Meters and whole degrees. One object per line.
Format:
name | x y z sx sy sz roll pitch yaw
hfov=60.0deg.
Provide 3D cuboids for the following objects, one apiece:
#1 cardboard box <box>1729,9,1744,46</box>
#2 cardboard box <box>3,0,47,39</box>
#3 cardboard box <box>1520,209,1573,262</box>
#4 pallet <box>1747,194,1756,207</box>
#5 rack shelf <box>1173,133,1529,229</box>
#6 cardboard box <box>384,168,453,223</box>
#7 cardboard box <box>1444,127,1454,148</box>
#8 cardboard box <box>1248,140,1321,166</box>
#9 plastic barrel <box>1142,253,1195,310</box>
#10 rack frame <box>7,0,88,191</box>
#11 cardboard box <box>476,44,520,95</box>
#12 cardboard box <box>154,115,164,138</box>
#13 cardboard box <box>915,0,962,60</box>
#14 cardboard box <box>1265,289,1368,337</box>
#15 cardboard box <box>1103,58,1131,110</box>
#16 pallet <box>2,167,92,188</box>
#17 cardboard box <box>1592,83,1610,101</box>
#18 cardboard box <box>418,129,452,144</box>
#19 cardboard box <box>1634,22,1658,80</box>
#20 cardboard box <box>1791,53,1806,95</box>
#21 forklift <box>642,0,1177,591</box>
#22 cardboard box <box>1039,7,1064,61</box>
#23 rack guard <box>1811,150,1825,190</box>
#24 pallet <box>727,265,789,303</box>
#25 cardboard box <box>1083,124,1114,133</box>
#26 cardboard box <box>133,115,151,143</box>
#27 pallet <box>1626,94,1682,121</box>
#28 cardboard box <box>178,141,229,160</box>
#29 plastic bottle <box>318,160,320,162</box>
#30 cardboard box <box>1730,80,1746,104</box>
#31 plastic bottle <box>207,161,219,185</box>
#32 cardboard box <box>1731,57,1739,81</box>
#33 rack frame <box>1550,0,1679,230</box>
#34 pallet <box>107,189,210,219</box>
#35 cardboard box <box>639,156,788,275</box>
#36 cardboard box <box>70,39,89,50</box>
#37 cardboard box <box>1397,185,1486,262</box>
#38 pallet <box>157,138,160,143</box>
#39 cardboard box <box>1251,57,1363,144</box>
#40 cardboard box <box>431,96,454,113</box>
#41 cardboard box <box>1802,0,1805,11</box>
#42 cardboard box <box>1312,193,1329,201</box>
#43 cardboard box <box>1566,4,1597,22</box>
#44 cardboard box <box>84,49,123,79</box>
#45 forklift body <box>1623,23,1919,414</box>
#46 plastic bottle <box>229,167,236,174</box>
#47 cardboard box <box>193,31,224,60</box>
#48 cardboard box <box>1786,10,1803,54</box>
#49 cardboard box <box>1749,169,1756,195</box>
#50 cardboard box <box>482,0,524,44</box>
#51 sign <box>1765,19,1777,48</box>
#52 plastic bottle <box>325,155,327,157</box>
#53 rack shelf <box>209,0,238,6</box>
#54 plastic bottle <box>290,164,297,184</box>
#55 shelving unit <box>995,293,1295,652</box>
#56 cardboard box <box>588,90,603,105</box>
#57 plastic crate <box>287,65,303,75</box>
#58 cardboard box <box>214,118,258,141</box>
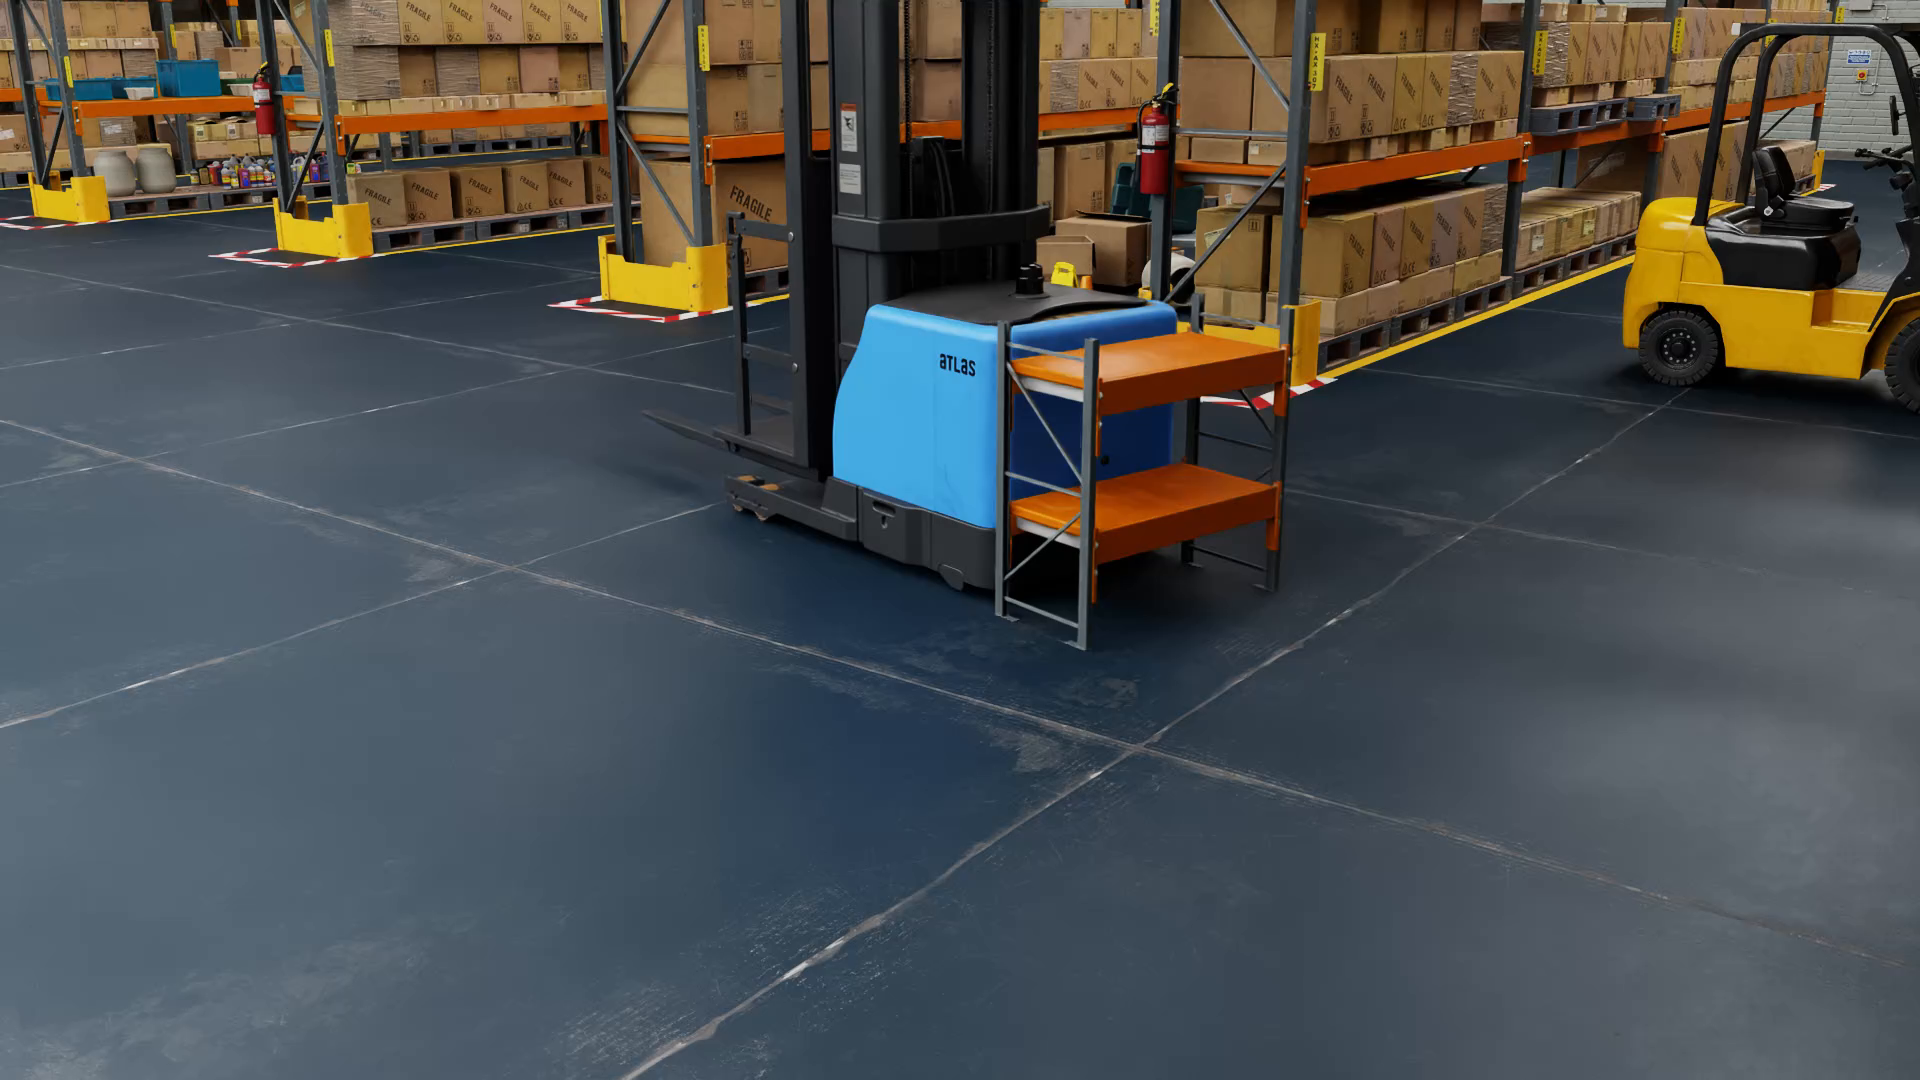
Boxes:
cardboard box | 8.130 -5.493 18.019 0.500 0.500 0.500 13 22 36
cardboard box | -13.021 -7.159 22.883 0.700 0.500 0.500 12 21 35
cardboard box | 4.784 -2.697 14.595 0.950 0.372 0.625 14 22 38
pallet | 9.330 -4.196 20.398 1.003 0.211 1.213 12 21 35
rack shelf | 2.856 -2.635 11.883 1.077 0.370 4.000 12 21 35
cardboard box | -5.580 -3.554 17.137 0.500 0.500 0.500 -13 22 -36
cardboard box | 3.322 -2.906 11.967 0.380 0.149 0.250 12 21 34
cardboard box | 2.033 -2.426 10.422 0.380 0.149 0.250 13 21 35
plastic barrel | 1.679 -2.031 13.070 0.421 0.421 0.512 -4 18 -13
rack frame | -10.272 -5.128 18.700 1.000 3.000 0.127 12 21 35
cardboard box | -5.103 -4.938 17.416 0.875 0.500 0.500 12 21 35
cardboard box | -14.523 -7.394 29.471 0.700 0.500 0.500 12 21 34
cardboard box | -0.470 -4.659 15.116 0.875 0.550 0.550 12 21 35
cardboard box | 2.367 -1.533 11.049 0.500 0.250 0.500 12 21 34
cardboard box | 1.444 -4.791 17.444 0.500 0.500 0.500 13 21 36
pallet | -13.099 -5.152 23.477 1.003 0.211 1.213 12 21 35
cardboard box | 5.430 -3.917 14.513 0.380 0.149 0.250 13 22 37
cardboard box | -8.981 -6.984 28.149 0.500 0.500 0.500 14 22 37
cardboard box | 6.084 -4.515 15.347 0.500 0.500 0.500 12 21 34
cardboard box | 10.216 -5.832 20.799 0.500 0.500 0.500 13 22 36
forklift | -0.433 -1.572 7.364 1.130 2.935 3.031 -14 22 -38
cardboard box | 0.608 -5.073 16.666 0.700 0.500 0.500 12 21 34
rack guard | 11.212 -5.125 22.903 1.175 0.500 0.348 12 21 35
pallet | -1.958 -2.225 14.053 1.003 0.211 1.213 12 21 35
cardboard box | 1.849 -6.654 26.489 0.875 0.875 0.875 12 21 35
cardboard box | -12.392 -6.148 24.646 0.500 0.500 0.500 12 21 35
pallet | 6.092 -4.127 15.800 1.213 0.211 1.003 12 21 35
cardboard box | -11.425 -5.897 25.103 0.500 0.250 0.500 12 21 33
plastic bottle | -8.491 -4.932 22.045 0.097 0.201 0.097 0 17 0
cardboard box | 8.445 -5.016 18.591 0.500 0.250 0.500 12 21 34
plastic bottle | -9.358 -4.608 20.874 0.152 0.276 0.135 13 21 35
cardboard box | 8.151 -5.134 18.130 0.500 0.250 0.500 13 22 36
rack frame | 6.431 -4.407 16.378 1.000 3.000 0.127 12 21 35
pallet | -9.776 -4.016 19.819 1.003 0.211 1.213 12 21 35
cardboard box | -2.020 -2.712 13.792 0.875 0.875 0.875 13 21 35
cardboard box | -12.462 -6.970 23.368 0.380 0.149 0.250 12 21 34
cardboard box | 3.609 -2.390 12.547 0.500 0.500 0.500 13 21 36
pallet | -14.656 -6.977 29.356 1.003 0.211 1.213 12 21 35
cardboard box | 2.169 -2.756 10.389 0.500 0.500 0.500 12 21 34
cardboard box | -5.321 -4.393 16.757 0.380 0.149 0.250 12 21 35
cardboard box | 10.257 -6.654 20.665 0.380 0.149 0.250 13 22 36
cardboard box | 2.408 -2.515 11.855 0.380 0.149 0.250 14 22 37
cardboard box | 5.177 -4.481 14.144 0.380 0.149 0.250 14 22 38
cardboard box | -12.433 -6.771 23.822 0.700 0.500 0.500 12 21 34
forklift body | 5.318 -1.994 10.039 2.313 2.155 1.214 12 21 35
plastic bottle | -9.164 -4.588 20.935 0.097 0.201 0.097 0 17 0
cardboard box | -13.734 -8.928 30.027 0.700 0.500 0.500 10 20 28
cardboard box | 9.913 -6.195 20.281 0.500 0.500 0.500 13 21 36
cardboard box | 9.275 -4.468 20.184 0.875 0.438 0.875 12 21 34
cardboard box | -4.855 -5.361 17.092 0.500 0.500 0.500 12 21 35
sign | 9.256 -5.782 18.985 0.100 0.325 0.005 12 21 35
plastic bottle | -8.157 -4.847 21.520 0.144 0.351 0.185 12 21 35
rack shelf | -12.270 -10.350 31.669 1.077 0.370 4.000 12 21 35
plastic bottle | -8.448 -4.625 20.931 0.152 0.276 0.135 13 21 36
shelving unit | 0.697 -0.292 6.286 1.048 1.125 0.538 -14 22 -37
cardboard box | -4.157 -4.876 18.311 0.380 0.149 0.250 12 21 35
plastic crate | -8.303 -5.949 21.448 0.767 0.338 0.504 12 21 35
cardboard box | -11.116 -6.285 25.408 0.500 0.311 0.500 12 21 34
